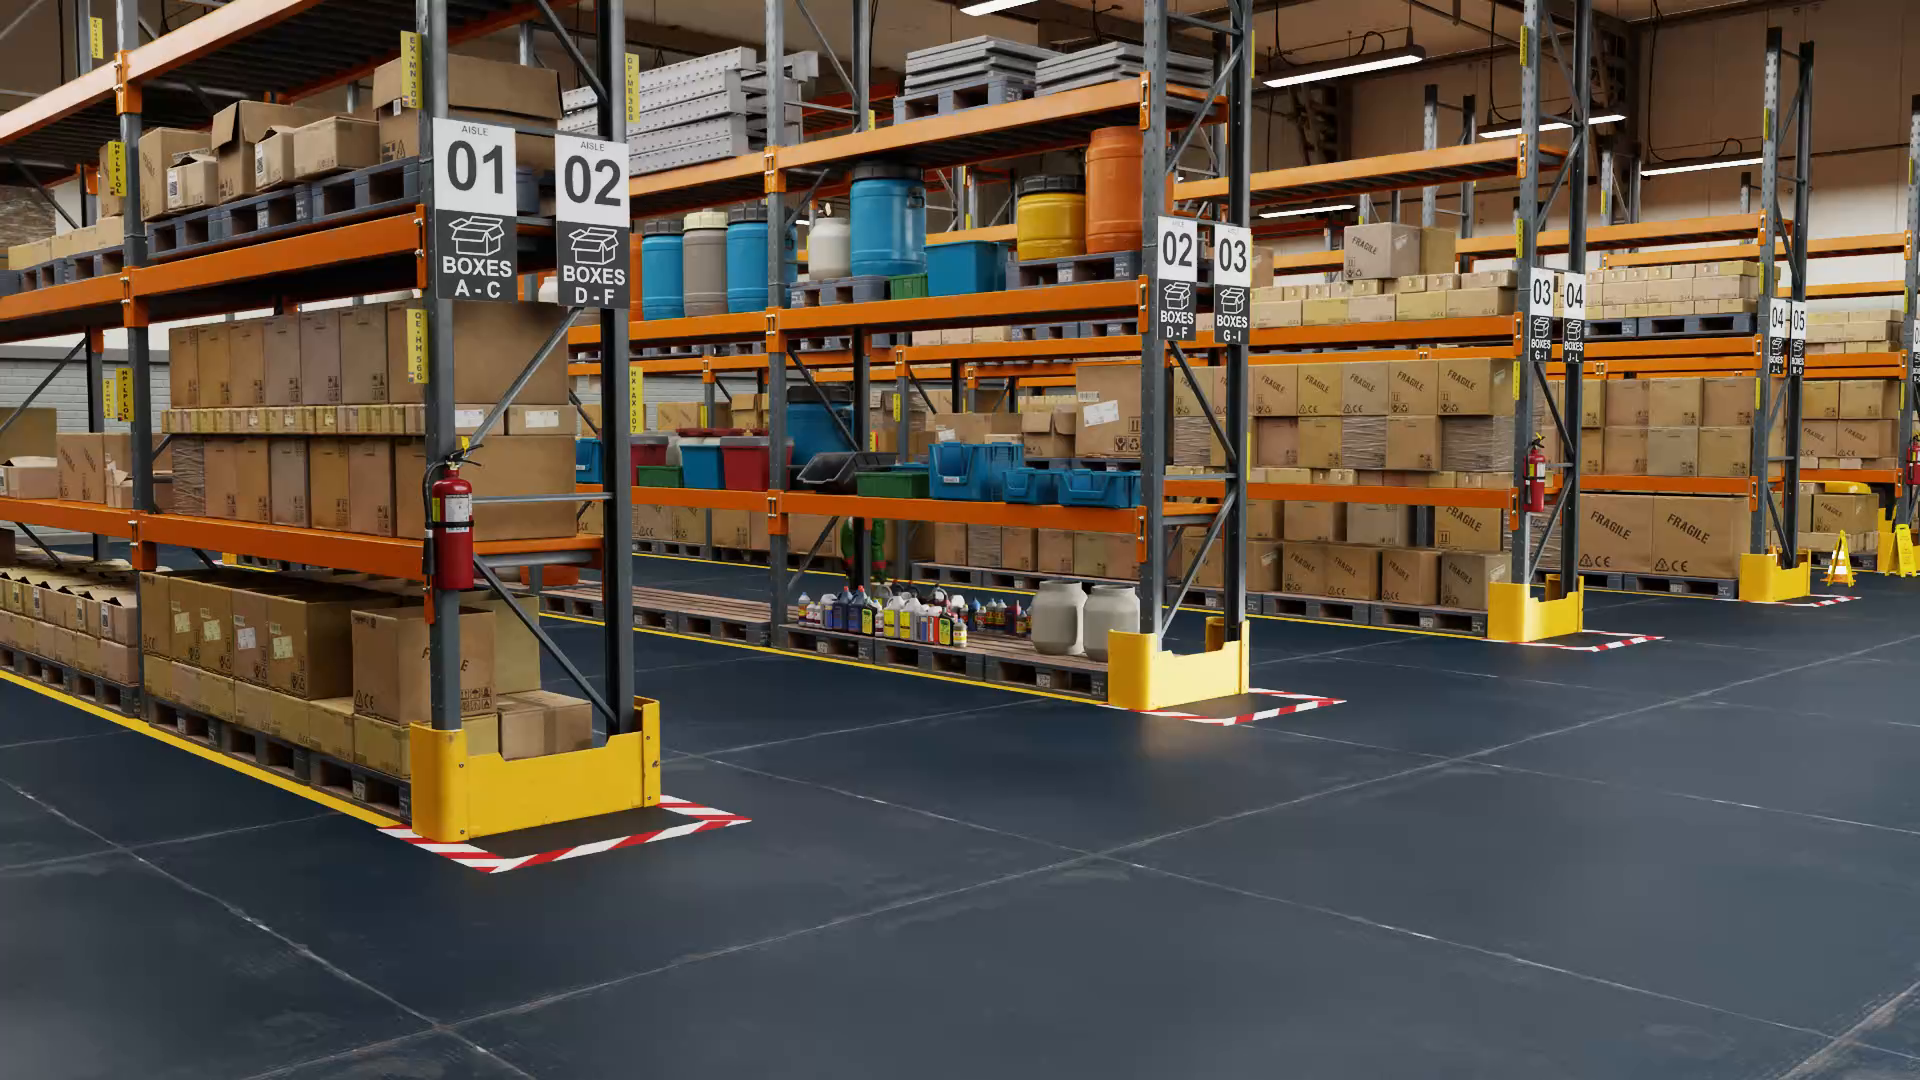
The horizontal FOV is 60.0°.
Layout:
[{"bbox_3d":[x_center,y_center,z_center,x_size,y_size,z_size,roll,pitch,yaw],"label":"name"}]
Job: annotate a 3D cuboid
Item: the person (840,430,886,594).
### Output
[{"bbox_3d":[-1.008,-0.265,17.931,0.598,1.835,0.537,-3,5,-35],"label":"person"}]
